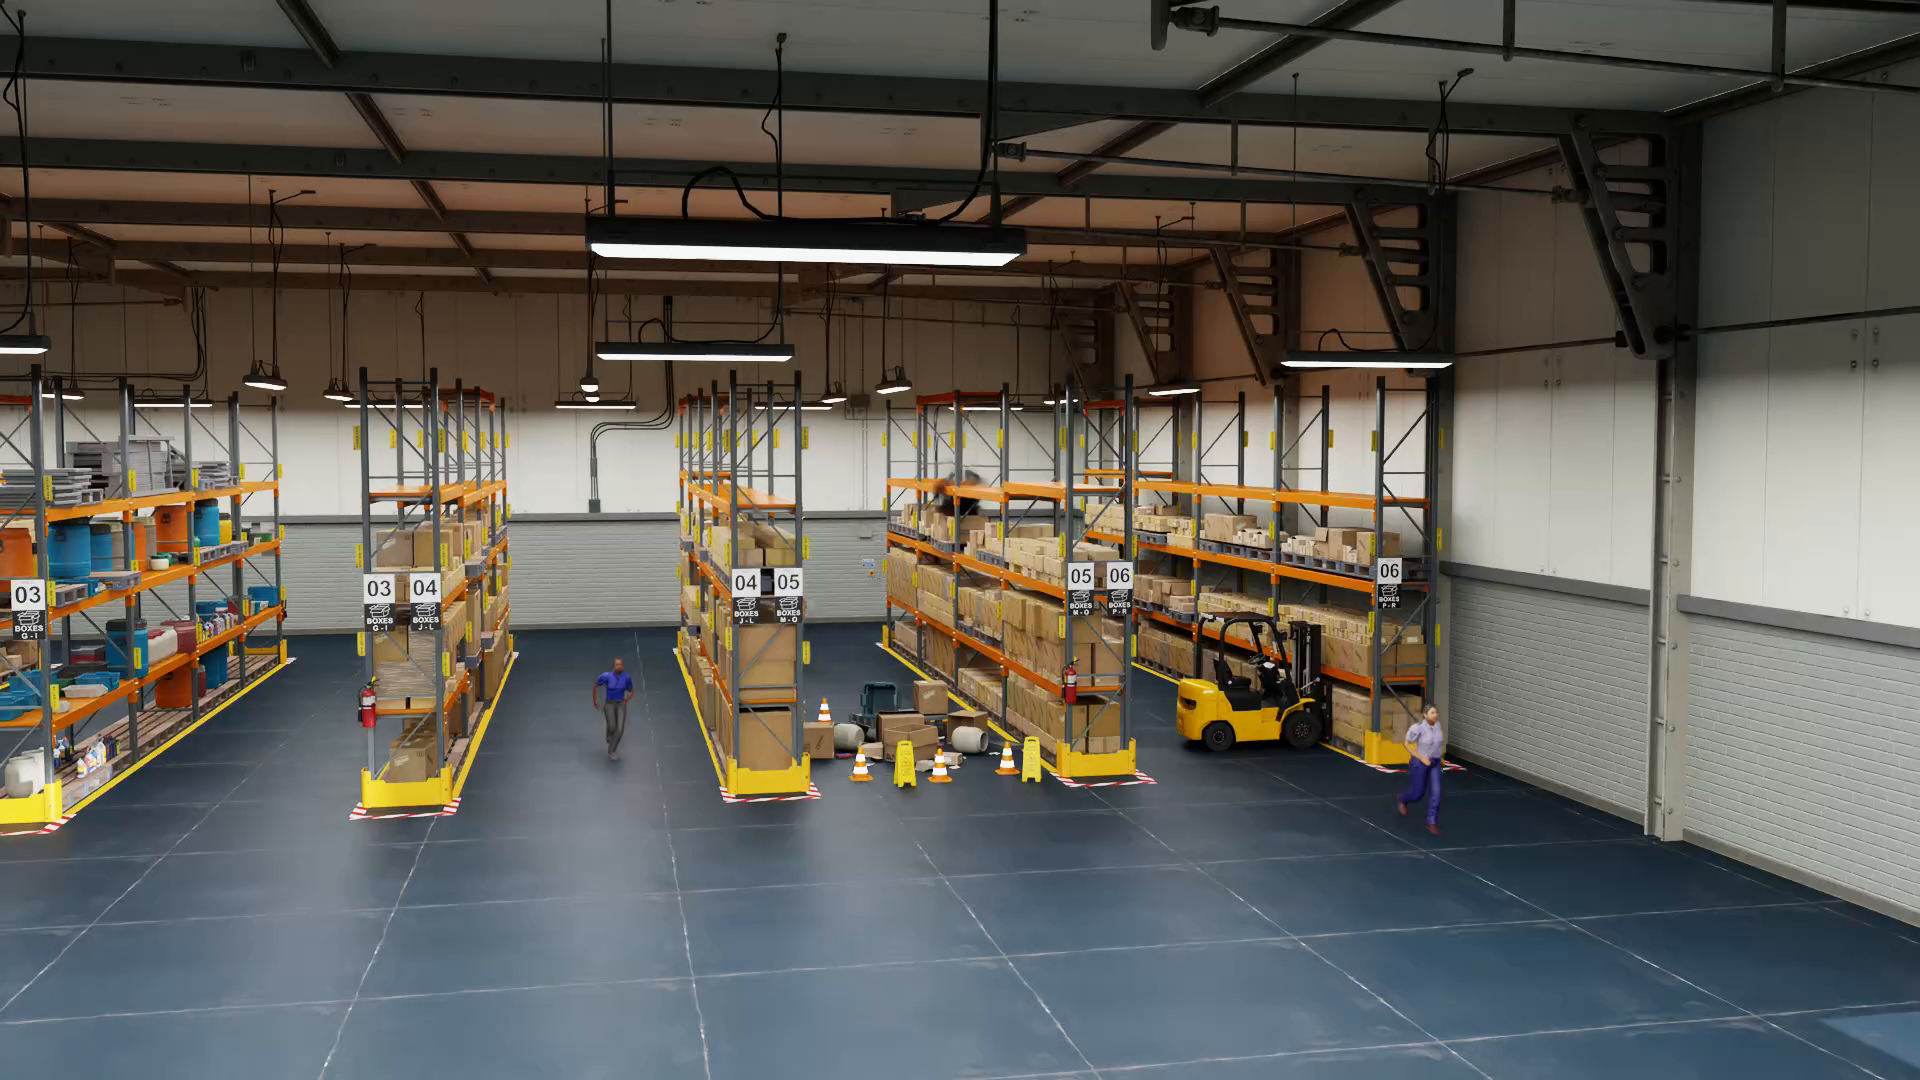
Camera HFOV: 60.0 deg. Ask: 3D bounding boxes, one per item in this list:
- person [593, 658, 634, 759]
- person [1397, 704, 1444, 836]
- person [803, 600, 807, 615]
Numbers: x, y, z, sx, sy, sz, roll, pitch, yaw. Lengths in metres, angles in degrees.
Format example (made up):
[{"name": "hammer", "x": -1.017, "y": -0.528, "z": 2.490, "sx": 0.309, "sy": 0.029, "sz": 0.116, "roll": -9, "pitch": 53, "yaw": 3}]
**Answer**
[{"name": "person", "x": -5.452, "y": 2.664, "z": 26.235, "sx": 0.615, "sy": 1.594, "sz": 0.643, "roll": -2, "pitch": 4, "yaw": -24}, {"name": "person", "x": 5.994, "y": 2.932, "z": 21.493, "sx": 0.630, "sy": 1.630, "sz": 0.862, "roll": -1, "pitch": 4, "yaw": -23}, {"name": "person", "x": -3.832, "y": 1.920, "z": 37.801, "sx": 0.662, "sy": 1.748, "sz": 1.067, "roll": -2, "pitch": 4, "yaw": -26}]
